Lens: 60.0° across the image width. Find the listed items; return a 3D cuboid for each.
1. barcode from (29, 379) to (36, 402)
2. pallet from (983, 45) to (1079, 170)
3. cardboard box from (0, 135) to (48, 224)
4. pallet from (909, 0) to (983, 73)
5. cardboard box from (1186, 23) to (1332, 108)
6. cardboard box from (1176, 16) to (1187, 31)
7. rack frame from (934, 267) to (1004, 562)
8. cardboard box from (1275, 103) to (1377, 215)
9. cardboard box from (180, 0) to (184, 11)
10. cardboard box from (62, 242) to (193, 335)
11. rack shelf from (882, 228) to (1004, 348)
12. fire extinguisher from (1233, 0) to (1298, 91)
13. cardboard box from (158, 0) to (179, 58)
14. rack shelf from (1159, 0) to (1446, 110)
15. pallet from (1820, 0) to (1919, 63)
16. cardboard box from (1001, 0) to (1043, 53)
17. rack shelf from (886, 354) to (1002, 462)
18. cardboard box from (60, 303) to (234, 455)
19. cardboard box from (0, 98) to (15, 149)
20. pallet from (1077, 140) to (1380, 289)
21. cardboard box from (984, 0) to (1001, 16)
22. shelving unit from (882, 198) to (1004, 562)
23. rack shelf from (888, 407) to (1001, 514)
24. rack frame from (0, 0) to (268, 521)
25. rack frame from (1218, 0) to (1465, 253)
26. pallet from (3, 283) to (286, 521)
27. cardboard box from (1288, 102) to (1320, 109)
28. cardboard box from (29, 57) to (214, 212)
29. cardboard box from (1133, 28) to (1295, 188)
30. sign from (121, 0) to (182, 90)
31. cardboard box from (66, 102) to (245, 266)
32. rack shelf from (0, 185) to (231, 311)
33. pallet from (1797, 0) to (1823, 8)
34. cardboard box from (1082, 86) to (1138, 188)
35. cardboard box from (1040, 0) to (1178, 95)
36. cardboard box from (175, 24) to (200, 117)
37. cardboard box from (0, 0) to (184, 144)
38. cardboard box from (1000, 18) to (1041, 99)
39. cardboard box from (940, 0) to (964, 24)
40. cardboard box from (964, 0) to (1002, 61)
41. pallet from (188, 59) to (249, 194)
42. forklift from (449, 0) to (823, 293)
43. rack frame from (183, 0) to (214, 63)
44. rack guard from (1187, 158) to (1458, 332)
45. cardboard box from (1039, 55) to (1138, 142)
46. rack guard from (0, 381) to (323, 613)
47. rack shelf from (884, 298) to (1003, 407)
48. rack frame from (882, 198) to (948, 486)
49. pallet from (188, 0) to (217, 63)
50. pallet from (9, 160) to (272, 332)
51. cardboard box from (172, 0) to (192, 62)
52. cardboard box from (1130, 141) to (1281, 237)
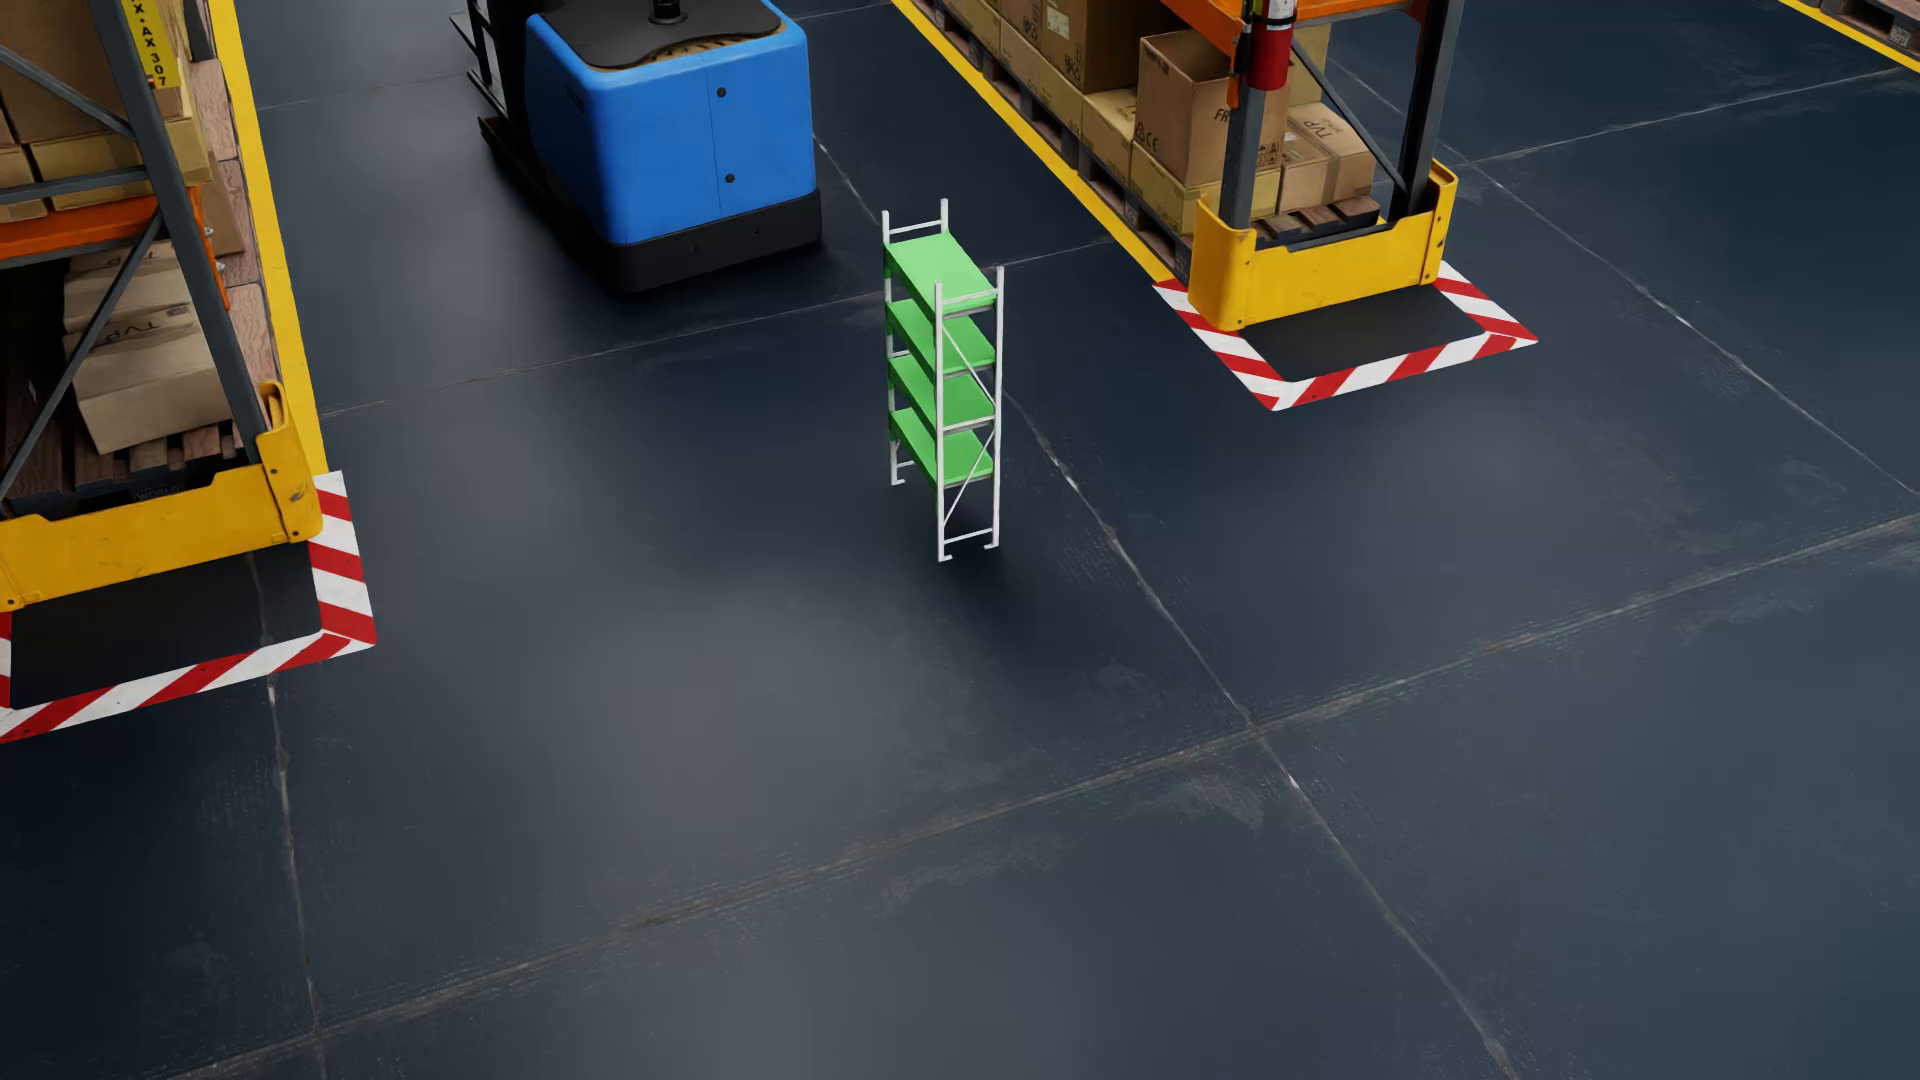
[{"bbox_3d":[-3.529,-0.568,6.328,0.001,0.075,0.075,-15,43,-17],"label":"barcode"},{"bbox_3d":[0.810,-2.432,8.916,1.003,0.211,1.213,-15,43,-17],"label":"pallet"},{"bbox_3d":[-3.329,-1.251,5.504,0.500,0.250,0.500,-15,43,-16],"label":"cardboard box"},{"bbox_3d":[0.339,-3.168,9.772,1.003,0.211,1.213,-15,43,-17],"label":"pallet"},{"bbox_3d":[1.411,-2.385,7.935,0.500,0.500,0.500,-15,43,-17],"label":"cardboard box"},{"bbox_3d":[1.208,-2.683,8.282,0.500,0.500,0.500,-15,43,-17],"label":"cardboard box"},{"bbox_3d":[0.030,-0.408,5.804,0.240,1.200,0.015,-15,43,-17],"label":"rack frame"},{"bbox_3d":[1.604,-1.800,7.830,0.500,0.250,0.500,-15,43,-17],"label":"cardboard box"},{"bbox_3d":[-3.457,-2.314,6.740,0.500,0.250,0.500,-15,43,-16],"label":"cardboard box"},{"bbox_3d":[-3.371,-0.997,6.834,0.500,0.311,0.500,-12,42,-13],"label":"cardboard box"},{"bbox_3d":[-0.063,-0.870,5.703,0.258,0.148,0.480,-15,43,-17],"label":"rack shelf"},{"bbox_3d":[1.220,-2.089,6.438,0.296,0.674,0.183,-15,43,-17],"label":"fire extinguisher"},{"bbox_3d":[-3.056,-1.965,5.759,0.500,0.500,0.500,-15,43,-17],"label":"cardboard box"},{"bbox_3d":[0.839,-3.237,8.266,1.077,0.370,4.000,-15,43,-17],"label":"rack shelf"},{"bbox_3d":[5.803,-3.006,9.584,1.003,0.211,1.213,-15,43,-17],"label":"pallet"},{"bbox_3d":[0.538,-2.855,8.481,0.500,0.500,0.500,-15,43,-17],"label":"cardboard box"},{"bbox_3d":[-0.063,-0.506,6.016,0.258,0.148,0.480,-15,43,-17],"label":"rack shelf"},{"bbox_3d":[-3.153,-0.654,6.434,0.500,0.311,0.500,-20,45,-22],"label":"cardboard box"},{"bbox_3d":[-3.348,-1.533,5.257,0.500,0.500,0.500,-16,43,-17],"label":"cardboard box"},{"bbox_3d":[1.273,-1.698,8.063,1.003,0.211,1.213,-15,43,-17],"label":"pallet"},{"bbox_3d":[0.344,-3.156,8.831,0.500,0.500,0.500,-15,43,-17],"label":"cardboard box"},{"bbox_3d":[-0.063,-0.555,5.975,0.258,1.200,0.503,-15,43,-17],"label":"shelving unit"},{"bbox_3d":[-0.063,-0.324,6.173,0.258,0.148,0.480,-15,43,-17],"label":"rack shelf"},{"bbox_3d":[-2.971,-1.067,5.190,1.000,3.000,0.127,-15,43,-17],"label":"rack frame"},{"bbox_3d":[1.604,-2.305,6.630,1.000,3.000,0.127,-15,43,-17],"label":"rack frame"},{"bbox_3d":[-3.279,-0.554,6.732,1.003,0.211,1.213,-15,43,-17],"label":"pallet"},{"bbox_3d":[1.410,-2.101,8.179,0.500,0.250,0.500,-15,43,-17],"label":"cardboard box"},{"bbox_3d":[-2.865,-1.391,5.667,0.500,0.250,0.500,-16,43,-18],"label":"cardboard box"},{"bbox_3d":[1.124,-1.955,7.435,0.500,0.500,0.500,-15,43,-17],"label":"cardboard box"},{"bbox_3d":[-2.470,-1.531,5.066,0.100,0.325,0.005,-15,43,-17],"label":"sign"},{"bbox_3d":[-3.606,-1.523,7.301,0.700,0.500,0.500,-18,44,-20],"label":"cardboard box"},{"bbox_3d":[-3.737,-1.999,6.826,1.077,0.370,4.000,-15,43,-17],"label":"rack shelf"},{"bbox_3d":[5.340,-3.740,10.437,1.003,0.211,1.213,-15,43,-17],"label":"pallet"},{"bbox_3d":[0.923,-1.969,8.026,0.500,0.250,0.500,-15,43,-17],"label":"cardboard box"},{"bbox_3d":[0.728,-2.554,8.131,0.500,0.500,0.500,-15,43,-17],"label":"cardboard box"},{"bbox_3d":[-3.077,-1.700,6.026,0.500,0.250,0.500,-16,43,-18],"label":"cardboard box"},{"bbox_3d":[-2.876,-1.665,5.410,0.500,0.500,0.500,-15,43,-17],"label":"cardboard box"},{"bbox_3d":[0.541,-2.572,8.727,0.500,0.250,0.500,-15,43,-17],"label":"cardboard box"},{"bbox_3d":[0.157,-3.174,9.427,0.500,0.250,0.500,-15,43,-17],"label":"cardboard box"},{"bbox_3d":[0.344,-2.872,9.075,0.500,0.250,0.500,-15,43,-17],"label":"cardboard box"},{"bbox_3d":[-4.212,-2.024,8.441,1.003,0.211,1.213,-15,43,-17],"label":"pallet"},{"bbox_3d":[-1.820,-3.159,7.676,1.130,2.935,3.031,-21,45,-22],"label":"forklift"},{"bbox_3d":[-4.502,-3.477,7.992,1.000,3.000,0.127,-15,43,-17],"label":"rack frame"},{"bbox_3d":[1.613,-1.343,7.428,1.175,0.500,0.348,-15,43,-17],"label":"rack guard"},{"bbox_3d":[0.730,-2.270,8.376,0.500,0.250,0.500,-15,43,-17],"label":"cardboard box"},{"bbox_3d":[-3.000,-0.165,6.059,1.175,0.500,0.348,-15,43,-17],"label":"rack guard"},{"bbox_3d":[-0.063,-0.688,5.860,0.258,0.148,0.480,-15,43,-17],"label":"rack shelf"},{"bbox_3d":[-0.157,-0.702,6.146,0.240,1.200,0.015,-15,43,-17],"label":"rack frame"},{"bbox_3d":[-4.801,-2.888,9.447,1.003,0.211,1.213,-15,43,-17],"label":"pallet"},{"bbox_3d":[-3.742,-1.288,7.585,1.003,0.211,1.213,-15,43,-17],"label":"pallet"},{"bbox_3d":[-3.266,-2.009,6.385,0.500,0.250,0.500,-16,43,-18],"label":"cardboard box"},{"bbox_3d":[1.126,-1.671,7.680,0.500,0.250,0.500,-15,43,-17],"label":"cardboard box"}]
